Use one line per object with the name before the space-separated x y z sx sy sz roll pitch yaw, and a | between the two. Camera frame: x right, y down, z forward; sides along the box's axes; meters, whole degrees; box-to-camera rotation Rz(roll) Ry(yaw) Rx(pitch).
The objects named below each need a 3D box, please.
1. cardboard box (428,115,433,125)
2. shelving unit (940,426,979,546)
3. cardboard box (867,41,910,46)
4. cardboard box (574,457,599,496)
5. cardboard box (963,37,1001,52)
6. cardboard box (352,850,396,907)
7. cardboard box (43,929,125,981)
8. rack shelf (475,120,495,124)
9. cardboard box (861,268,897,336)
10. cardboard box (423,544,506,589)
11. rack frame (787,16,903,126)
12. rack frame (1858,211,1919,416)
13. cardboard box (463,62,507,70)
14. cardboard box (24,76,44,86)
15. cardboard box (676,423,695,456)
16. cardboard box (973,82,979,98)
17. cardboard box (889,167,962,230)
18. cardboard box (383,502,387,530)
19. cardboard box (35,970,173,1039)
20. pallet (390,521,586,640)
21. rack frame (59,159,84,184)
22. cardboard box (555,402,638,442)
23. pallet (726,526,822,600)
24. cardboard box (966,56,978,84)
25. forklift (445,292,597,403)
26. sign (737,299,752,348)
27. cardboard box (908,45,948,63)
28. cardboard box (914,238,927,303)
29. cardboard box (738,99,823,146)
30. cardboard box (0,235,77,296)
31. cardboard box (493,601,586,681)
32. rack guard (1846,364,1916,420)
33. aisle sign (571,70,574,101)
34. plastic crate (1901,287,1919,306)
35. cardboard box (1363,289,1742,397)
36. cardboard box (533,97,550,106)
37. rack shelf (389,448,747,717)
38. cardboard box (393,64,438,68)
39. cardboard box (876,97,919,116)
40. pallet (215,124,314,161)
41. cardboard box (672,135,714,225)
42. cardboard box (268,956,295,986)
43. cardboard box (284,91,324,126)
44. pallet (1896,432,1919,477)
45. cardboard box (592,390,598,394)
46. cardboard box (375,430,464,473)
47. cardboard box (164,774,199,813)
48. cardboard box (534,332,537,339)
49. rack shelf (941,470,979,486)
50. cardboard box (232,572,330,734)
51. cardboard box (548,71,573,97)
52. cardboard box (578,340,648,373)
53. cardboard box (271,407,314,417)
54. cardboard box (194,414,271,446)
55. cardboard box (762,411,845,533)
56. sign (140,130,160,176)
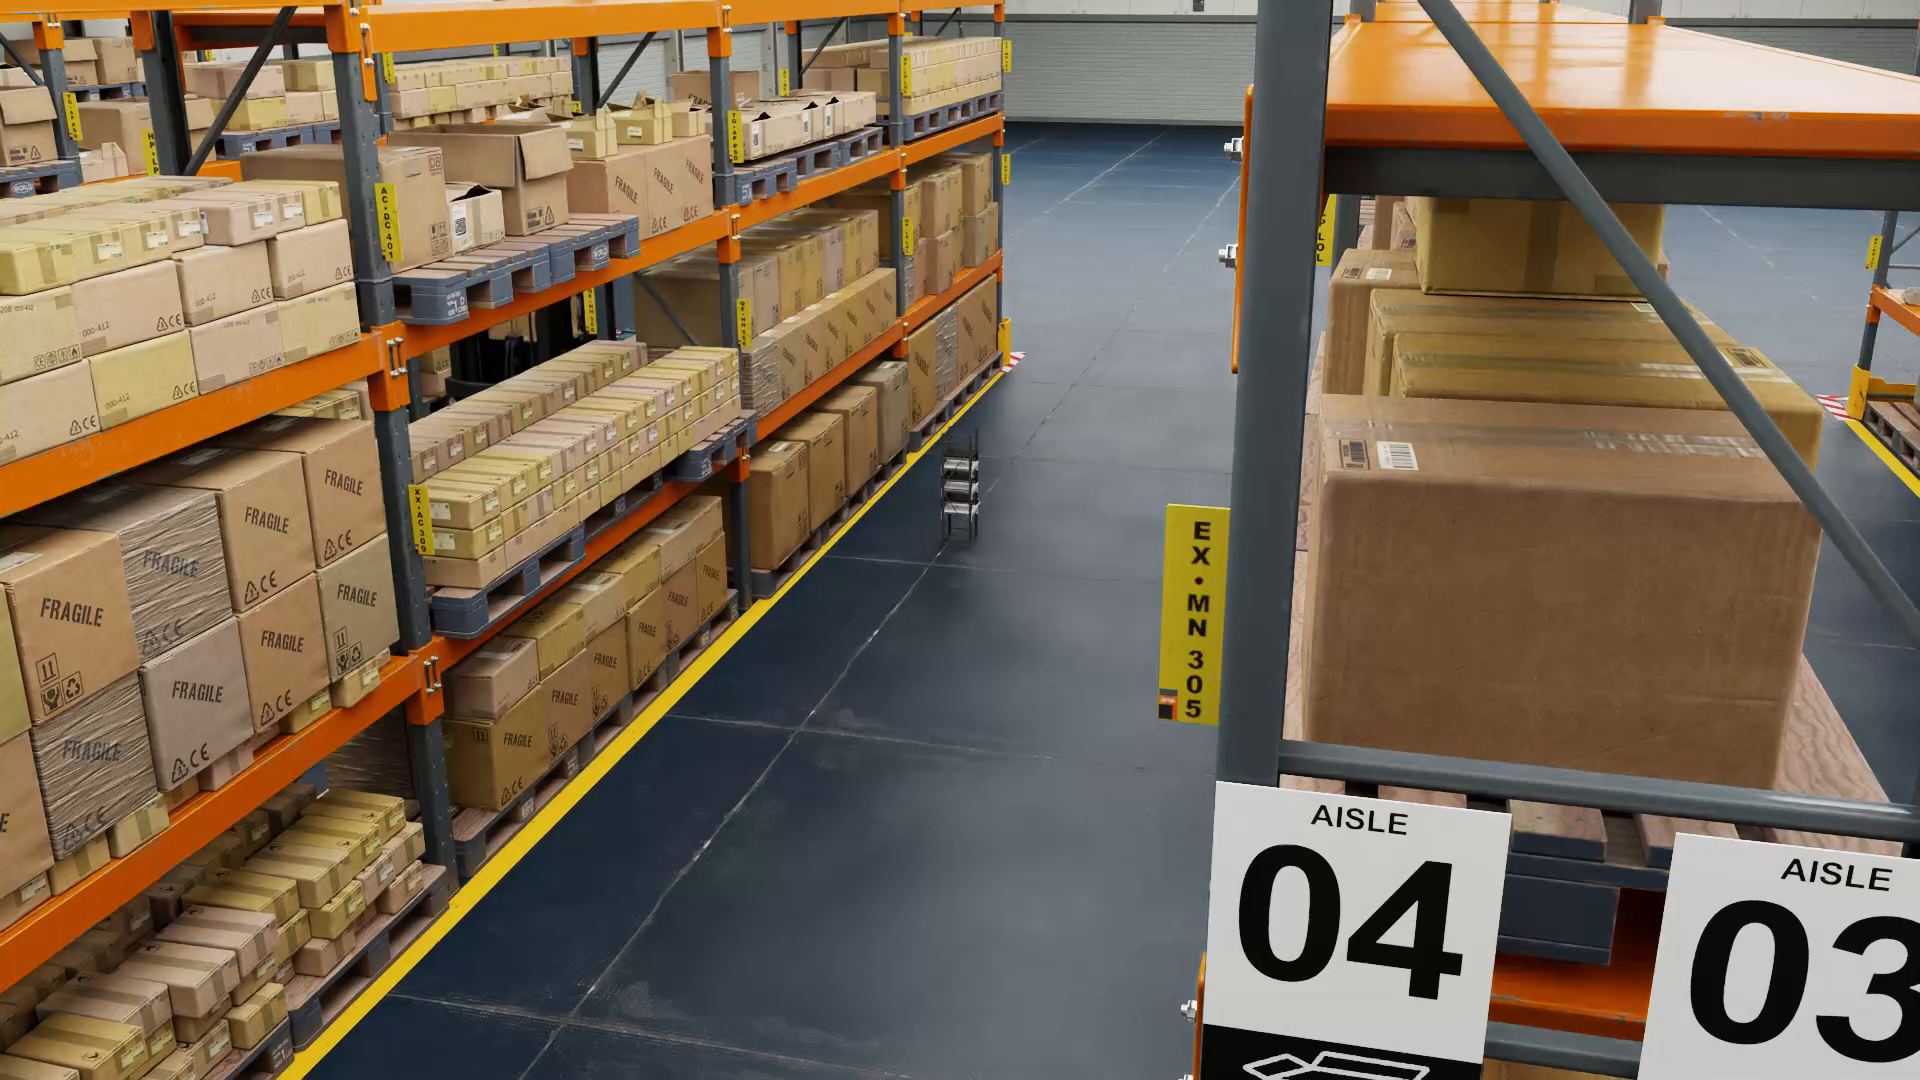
cardboard box | -5.435 -4.130 16.387 0.380 0.149 0.250 5 19 13
shelving unit | -0.002 -0.423 13.035 0.258 0.900 0.210 5 19 13
cardboard box | -0.720 -4.928 16.684 0.380 0.149 0.250 4 19 13
cardboard box | -2.158 -0.357 8.870 0.380 0.149 0.250 5 20 16
cardboard box | 0.228 -5.273 17.695 0.380 0.149 0.250 5 19 14
cardboard box | -2.773 1.499 7.459 0.380 0.149 0.250 4 19 11
cardboard box | -3.544 1.654 6.546 0.380 0.149 0.250 4 19 11
rack shelf | -5.332 -4.293 17.588 1.077 0.370 4.000 5 19 13
cardboard box | -0.864 -2.091 14.513 0.500 0.500 0.500 5 19 13
cardboard box | -2.408 0.113 7.956 0.380 0.149 0.250 4 19 11
rack frame | -0.996 -5.067 14.100 1.000 3.000 0.127 5 19 13
rack frame | 9.569 -2.667 16.355 1.000 3.000 0.127 5 19 13
cardboard box | -5.052 -4.999 17.696 0.380 0.149 0.250 4 19 12
cardboard box | -10.043 -4.882 17.784 0.380 0.149 0.250 5 20 15
cardboard box | -1.837 -0.627 10.121 0.380 0.149 0.250 4 19 13
cardboard box | -0.020 -4.578 16.894 0.380 0.149 0.250 4 19 13
cardboard box | -0.464 -3.429 16.685 0.875 0.550 0.500 5 19 13
cardboard box | -2.982 -0.164 8.306 0.380 0.149 0.250 5 19 14
cardboard box | -3.199 1.764 6.222 0.380 0.149 0.250 5 19 14
pallet | -2.623 0.142 8.427 1.003 0.211 1.213 5 19 13
rack frame | -6.798 -1.333 12.451 1.000 3.000 0.127 5 19 13
cardboard box | -2.031 -0.659 9.295 0.380 0.149 0.250 5 20 15
pallet | -1.708 0.104 12.556 1.003 0.211 1.213 5 19 13
cardboard box | -0.114 -4.727 16.714 0.500 0.250 0.500 5 19 13
forklift | -3.205 -1.452 12.905 1.130 2.935 3.031 5 19 14
sign | -1.445 -1.445 11.108 0.100 0.325 0.005 5 19 13
cardboard box | -0.330 -4.559 15.604 0.380 0.149 0.250 5 19 14
cardboard box | -0.805 -2.590 15.896 0.875 0.550 0.550 5 19 13
cardboard box | -1.335 -3.125 12.389 0.500 0.311 0.500 4 19 12
cardboard box | -3.095 -0.886 5.342 0.380 0.149 0.250 4 19 12
cardboard box | -2.386 0.531 9.050 0.500 0.250 0.500 5 20 15
rack guard | 9.596 -1.457 16.679 1.175 0.500 0.348 5 19 13
aisle sign | -4.547 -5.068 19.361 0.394 0.787 0.004 5 19 13
plastic crate | 9.039 -2.287 15.651 0.298 0.136 0.250 5 19 13
cardboard box | 1.266 -0.256 3.697 0.700 0.500 0.500 3 19 10
cardboard box | -4.786 -4.846 18.484 0.380 0.149 0.250 5 20 15
rack shelf | -2.462 -0.007 9.680 1.077 0.370 4.000 5 19 13
cardboard box | -5.669 -4.875 17.334 0.380 0.149 0.250 5 19 14
cardboard box | -0.577 -3.862 14.797 0.380 0.149 0.250 4 19 12
pallet | -6.325 -3.407 14.172 1.213 0.211 1.003 5 19 13
cardboard box | -1.866 -2.242 10.315 0.500 0.500 0.500 5 19 13
cardboard box | -3.045 1.815 6.993 0.380 0.149 0.250 4 19 12
cardboard box | -5.951 -3.782 14.560 0.500 0.250 0.500 5 19 14
pallet | 9.092 -0.685 14.865 1.003 0.211 1.213 5 19 13
cardboard box | -2.412 -0.890 10.431 0.380 0.149 0.250 4 19 12
cardboard box | -2.848 -0.470 8.743 0.380 0.149 0.250 5 19 13
cardboard box | -3.112 0.917 6.251 0.380 0.149 0.250 4 19 13
cardboard box | -4.914 -2.302 18.891 0.500 0.250 0.500 5 19 14
rack shelf | -0.002 -0.477 13.016 0.258 0.077 0.200 5 19 13
cardboard box | -2.923 0.428 6.679 0.500 0.500 0.500 4 19 12
cardboard box | -4.707 -5.148 18.751 0.500 0.250 0.500 4 19 13
cardboard box | -2.275 -1.205 10.892 0.380 0.149 0.250 5 19 13
cardboard box | -6.287 -0.934 14.697 0.950 0.372 0.625 5 20 15
cardboard box | -3.297 -0.259 7.145 0.500 0.500 0.500 5 20 15
cardboard box | -1.527 -0.566 13.036 1.050 0.750 0.750 5 19 14
sign | -3.490 -1.614 7.221 0.100 0.325 0.005 5 19 13
